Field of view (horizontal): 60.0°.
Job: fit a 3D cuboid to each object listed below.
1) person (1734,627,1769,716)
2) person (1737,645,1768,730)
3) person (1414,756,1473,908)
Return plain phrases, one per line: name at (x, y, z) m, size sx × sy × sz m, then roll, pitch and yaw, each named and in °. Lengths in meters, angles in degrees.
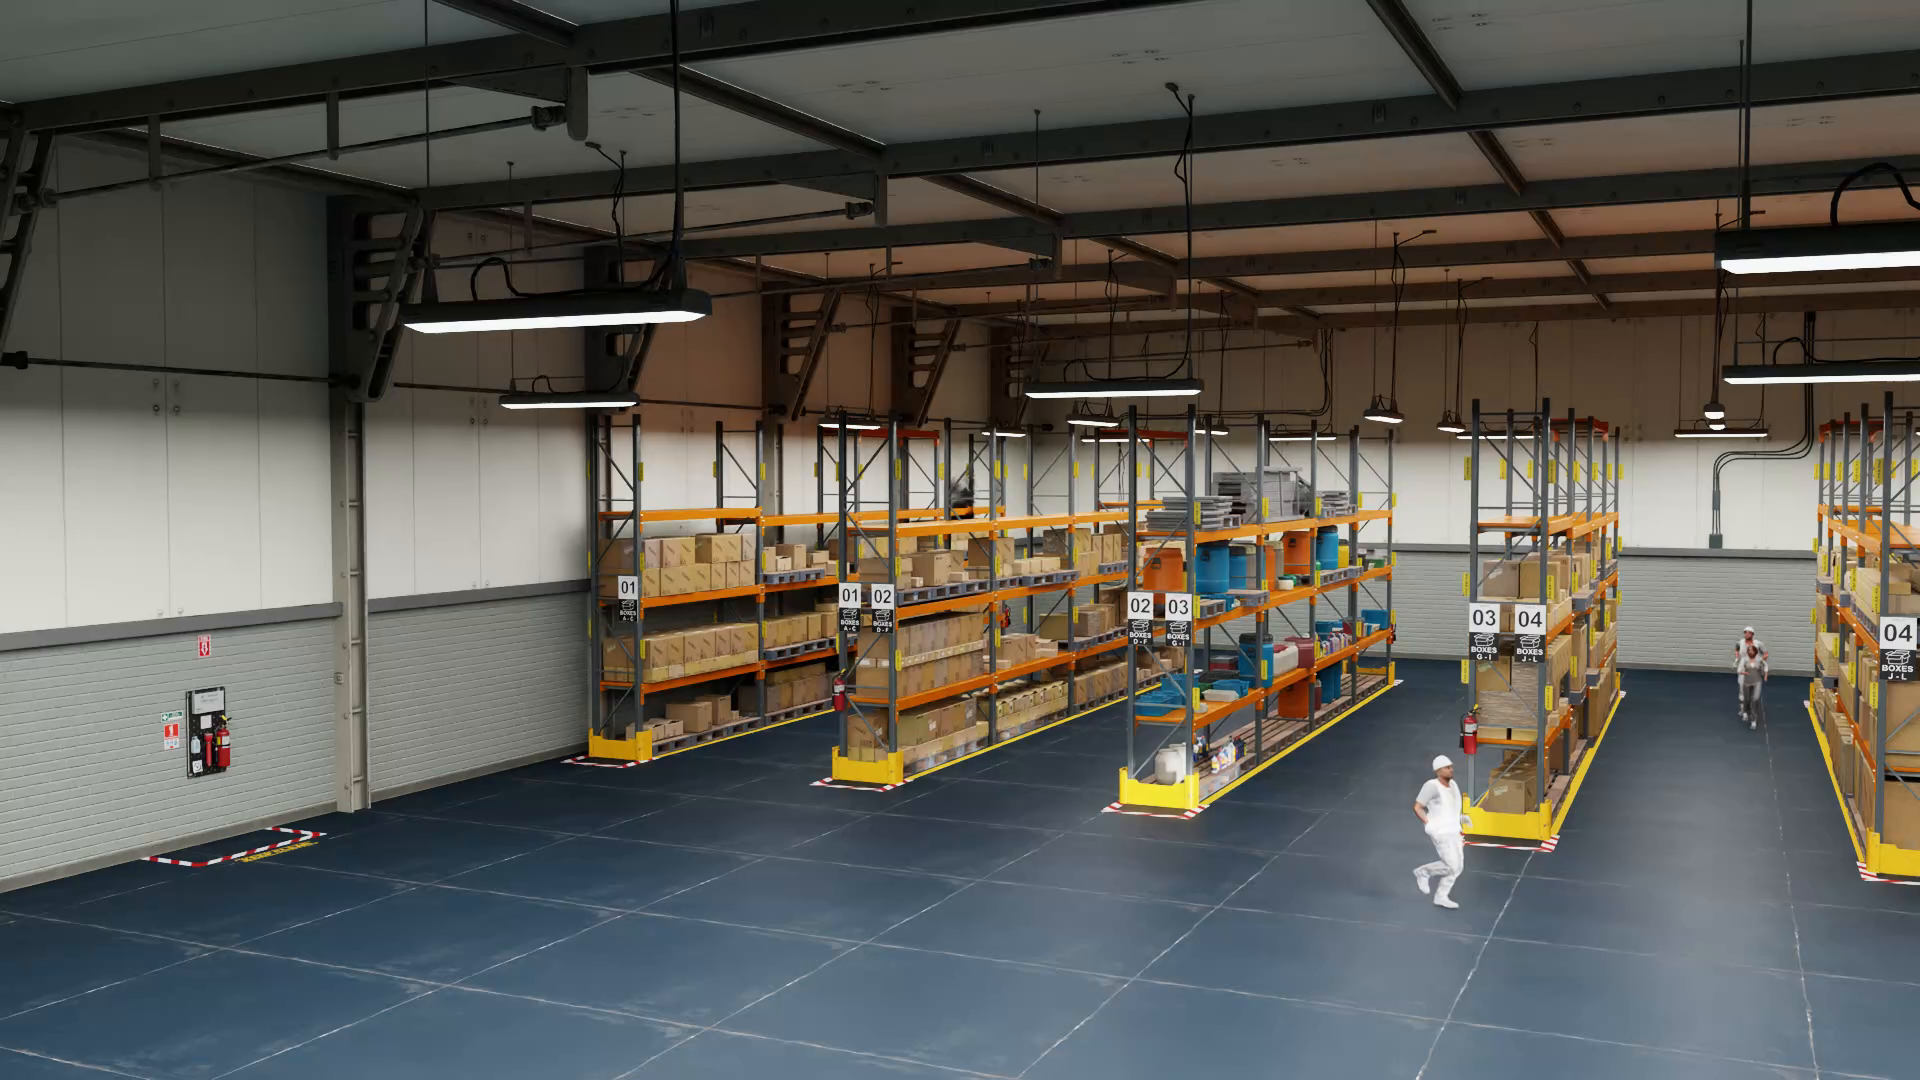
person at (16.325, 2.697, 34.319) m, size 0.667 × 1.828 × 0.853 m, roll 2°, pitch 3°, yaw 34°
person at (15.557, 2.859, 32.642) m, size 0.550 × 1.619 × 0.874 m, roll 1°, pitch 3°, yaw 27°
person at (5.559, 3.347, 19.131) m, size 0.686 × 1.733 × 0.599 m, roll -2°, pitch 3°, yaw -40°
